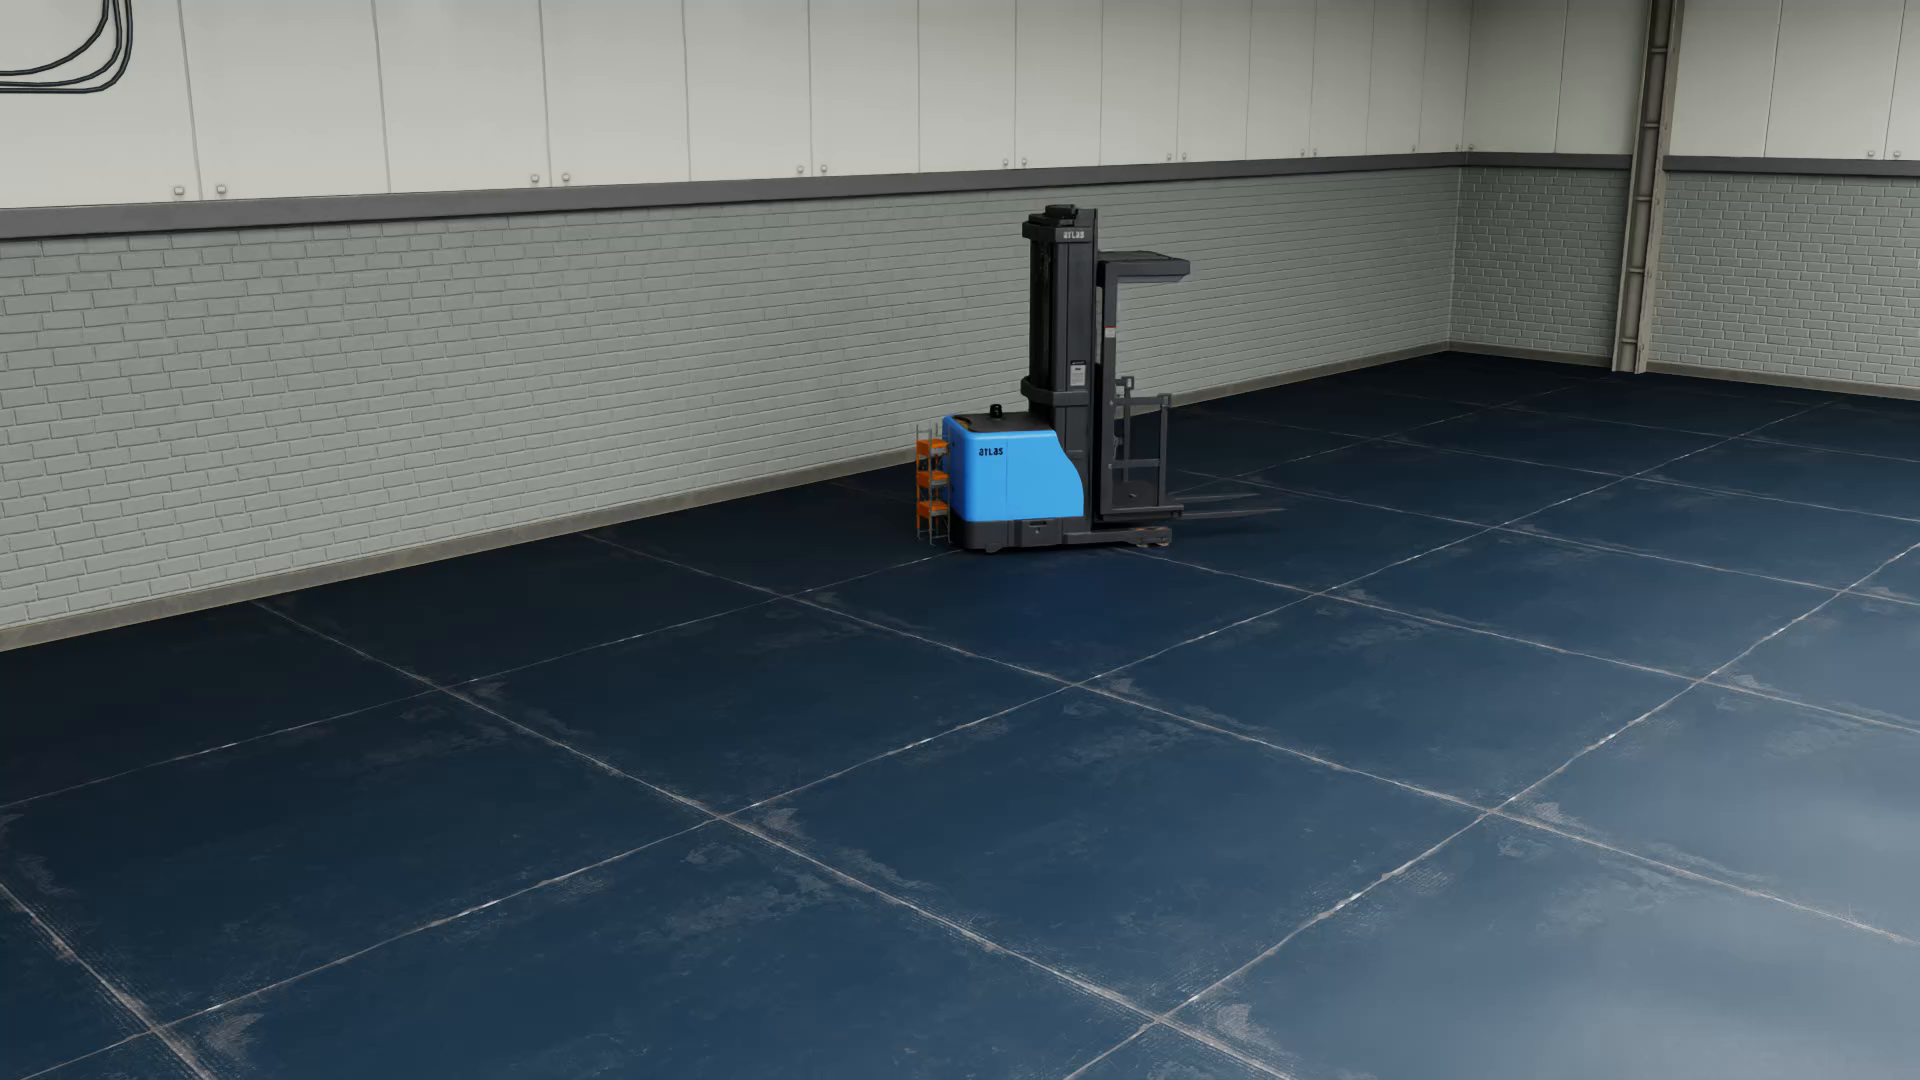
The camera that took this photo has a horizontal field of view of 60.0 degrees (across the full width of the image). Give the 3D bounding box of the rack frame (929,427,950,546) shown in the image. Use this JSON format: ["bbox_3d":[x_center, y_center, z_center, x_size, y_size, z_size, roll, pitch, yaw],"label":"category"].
[{"bbox_3d":[-0.180,-0.468,14.648,0.200,1.050,0.008,-8,16,-27],"label":"rack frame"}]

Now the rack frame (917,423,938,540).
[{"bbox_3d":[-0.293,-0.523,14.857,0.200,1.050,0.008,-8,16,-27],"label":"rack frame"}]

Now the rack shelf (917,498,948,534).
[{"bbox_3d":[-0.236,-0.217,14.825,0.215,0.259,0.240,-8,16,-27],"label":"rack shelf"}]

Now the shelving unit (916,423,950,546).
[{"bbox_3d":[-0.236,-0.496,14.752,0.215,1.050,0.252,-8,16,-27],"label":"shelving unit"}]

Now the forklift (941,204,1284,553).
[{"bbox_3d":[1.403,-1.479,14.794,3.031,2.935,1.130,-3,15,-13],"label":"forklift"}]

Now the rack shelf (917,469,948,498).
[{"bbox_3d":[-0.236,-0.485,14.755,0.215,0.259,0.240,-8,16,-27],"label":"rack shelf"}]

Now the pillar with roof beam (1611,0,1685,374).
[{"bbox_3d":[6.856,-6.060,20.343,0.400,9.000,9.100,14,20,42],"label":"pillar with roof beam"}]

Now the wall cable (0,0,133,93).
[{"bbox_3d":[-6.622,-5.246,10.472,0.169,6.003,2.305,14,20,42],"label":"wall cable"}]

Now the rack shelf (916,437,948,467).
[{"bbox_3d":[-0.236,-0.760,14.684,0.215,0.259,0.240,-8,16,-27],"label":"rack shelf"}]
